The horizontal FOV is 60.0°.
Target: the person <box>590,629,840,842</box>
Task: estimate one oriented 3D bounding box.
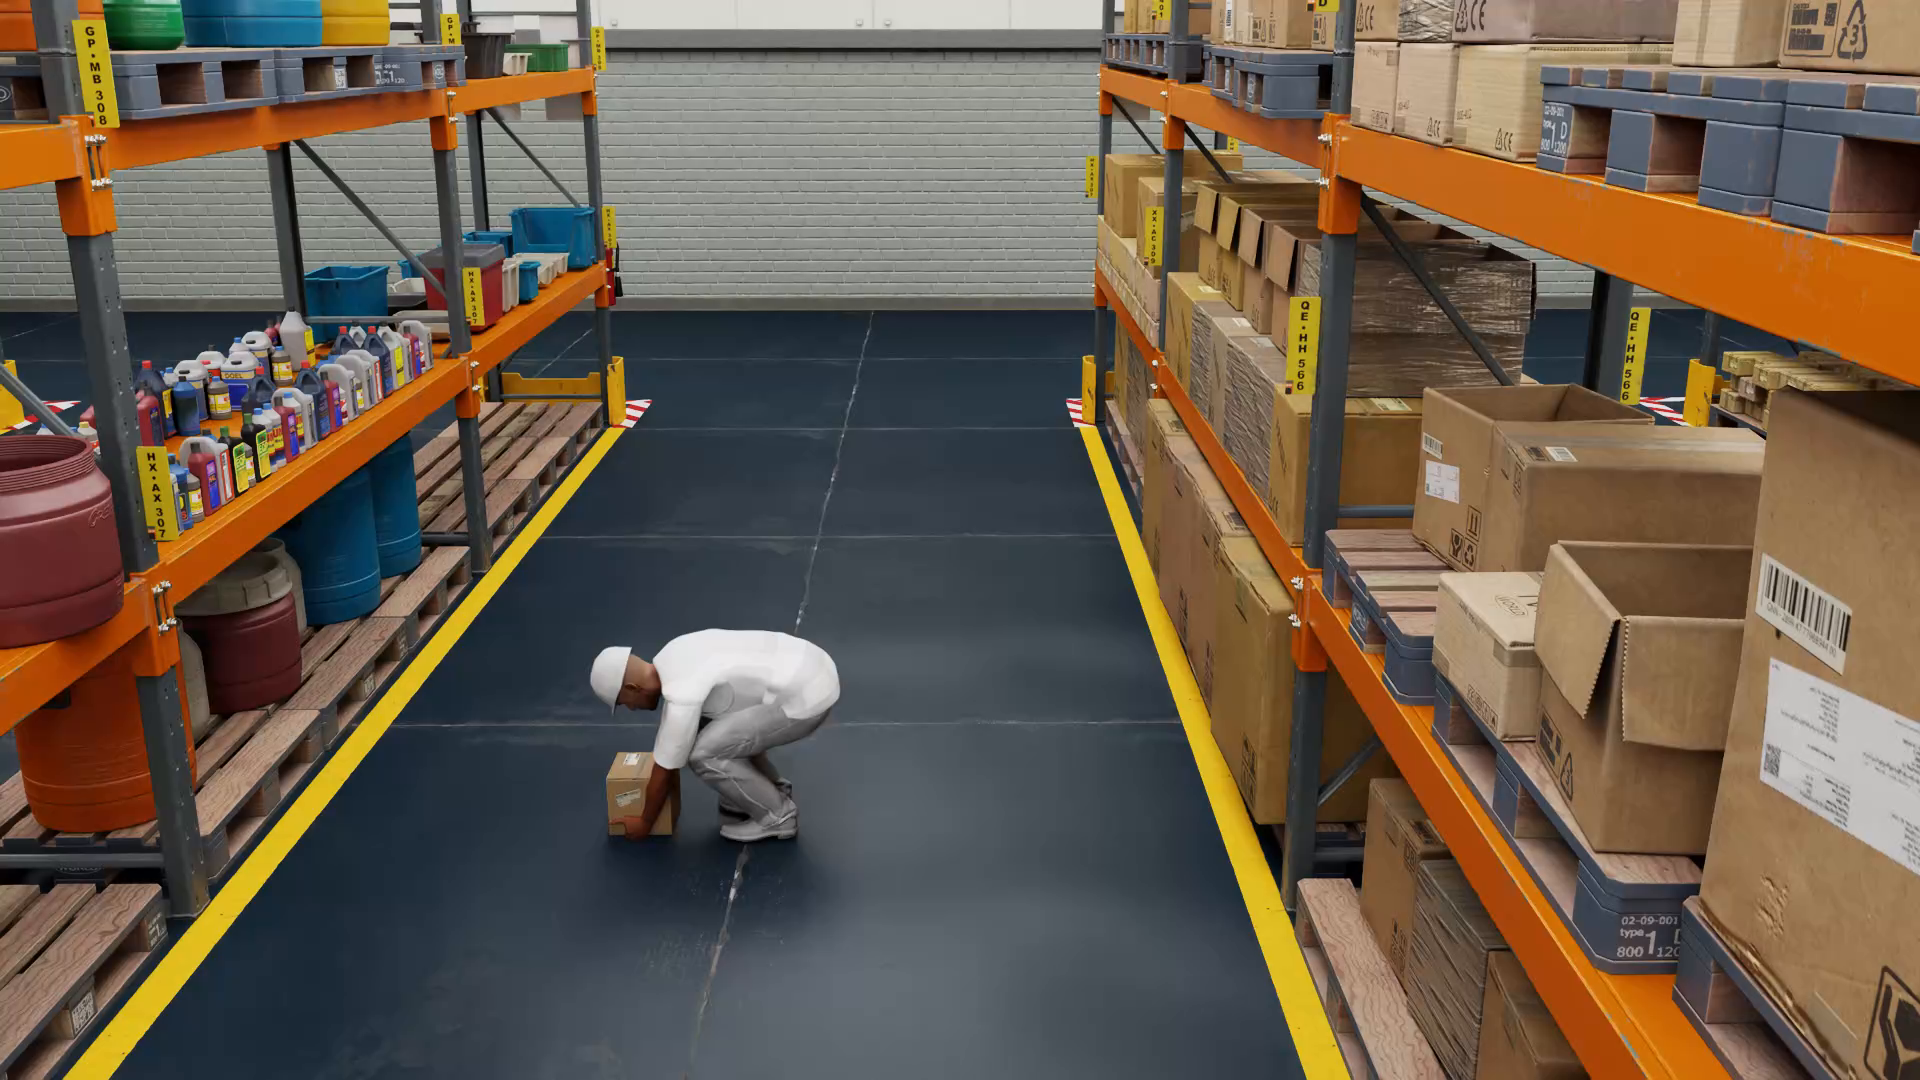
[{"bbox_3d":[-0.964,0.774,6.642,0.977,0.828,0.518,-1,17,-3],"label":"person"}]
